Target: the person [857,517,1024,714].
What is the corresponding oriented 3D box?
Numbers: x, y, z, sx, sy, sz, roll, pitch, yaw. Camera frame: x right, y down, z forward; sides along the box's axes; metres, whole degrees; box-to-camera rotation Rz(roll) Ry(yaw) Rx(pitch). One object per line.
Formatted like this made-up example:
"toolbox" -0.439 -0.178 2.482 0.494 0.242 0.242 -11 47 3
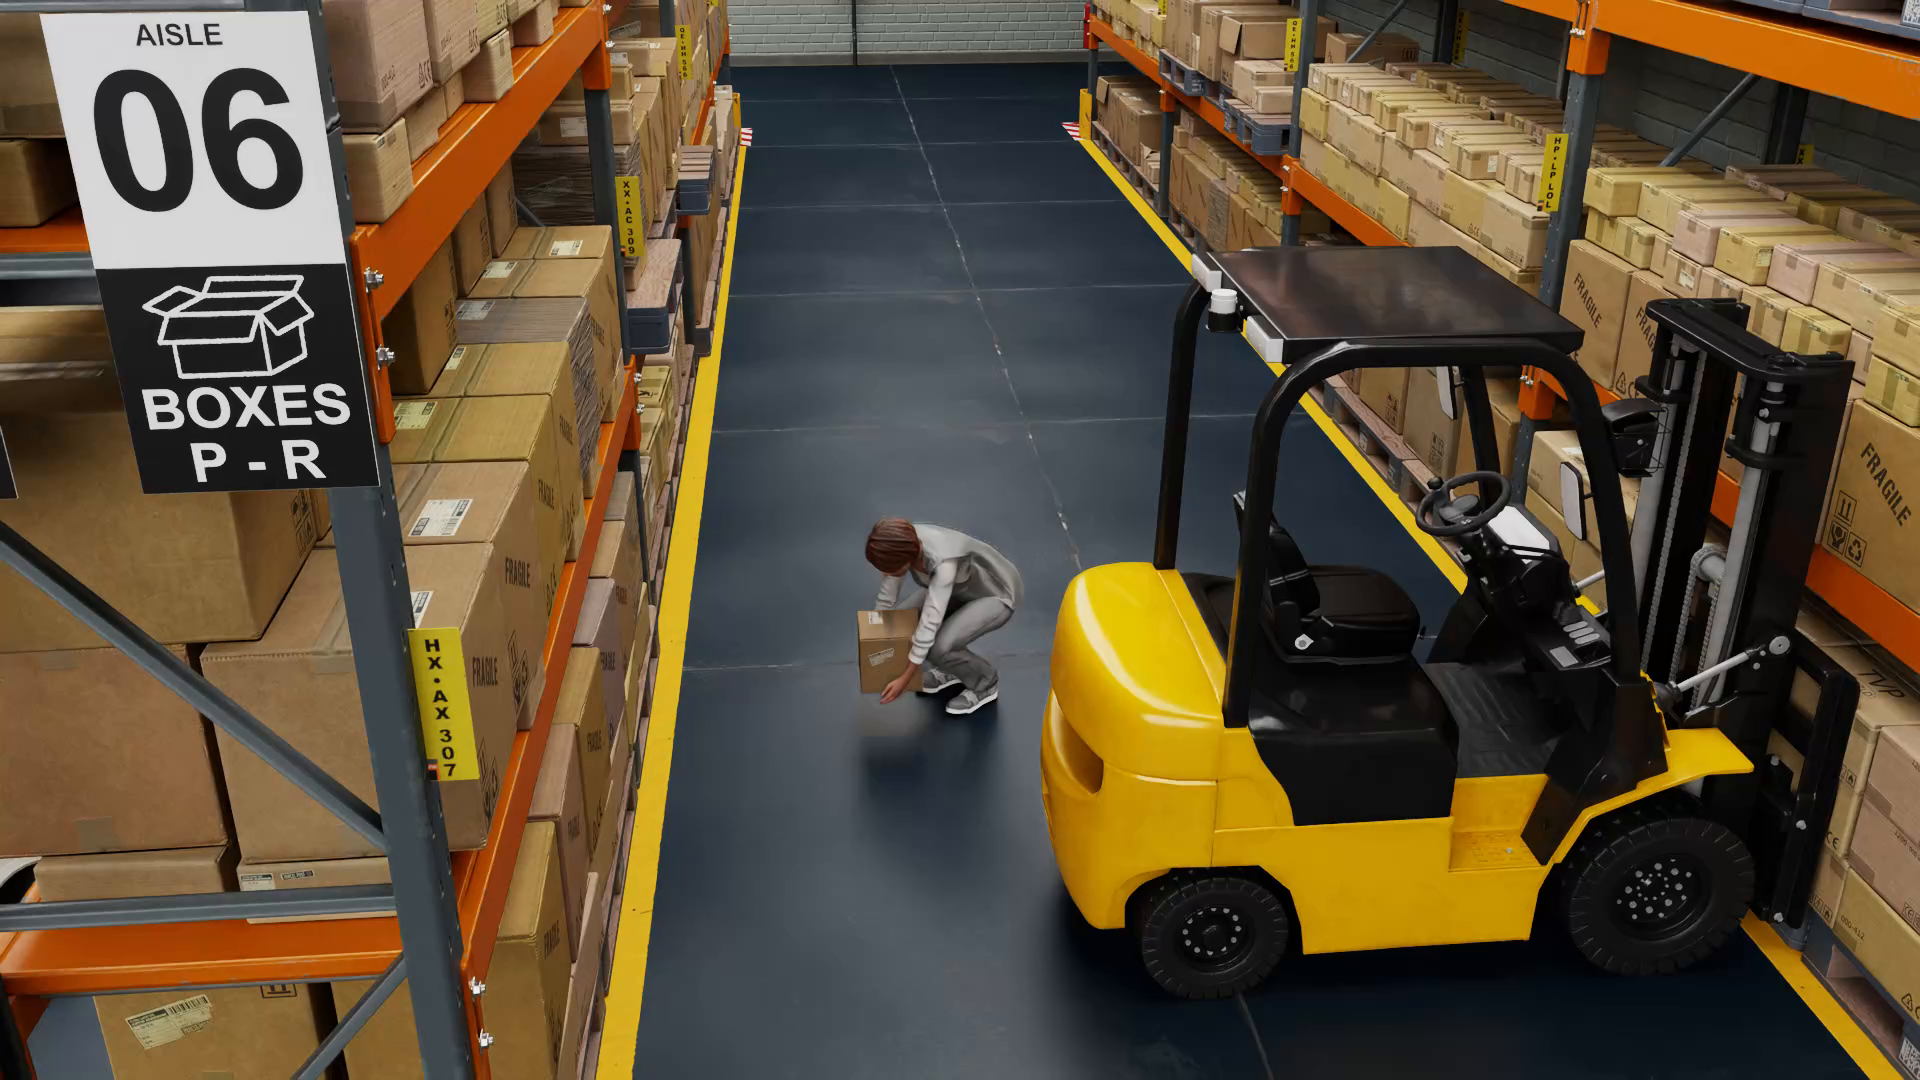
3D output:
"person" -0.074 0.272 6.833 0.771 0.925 0.451 -16 29 -32
